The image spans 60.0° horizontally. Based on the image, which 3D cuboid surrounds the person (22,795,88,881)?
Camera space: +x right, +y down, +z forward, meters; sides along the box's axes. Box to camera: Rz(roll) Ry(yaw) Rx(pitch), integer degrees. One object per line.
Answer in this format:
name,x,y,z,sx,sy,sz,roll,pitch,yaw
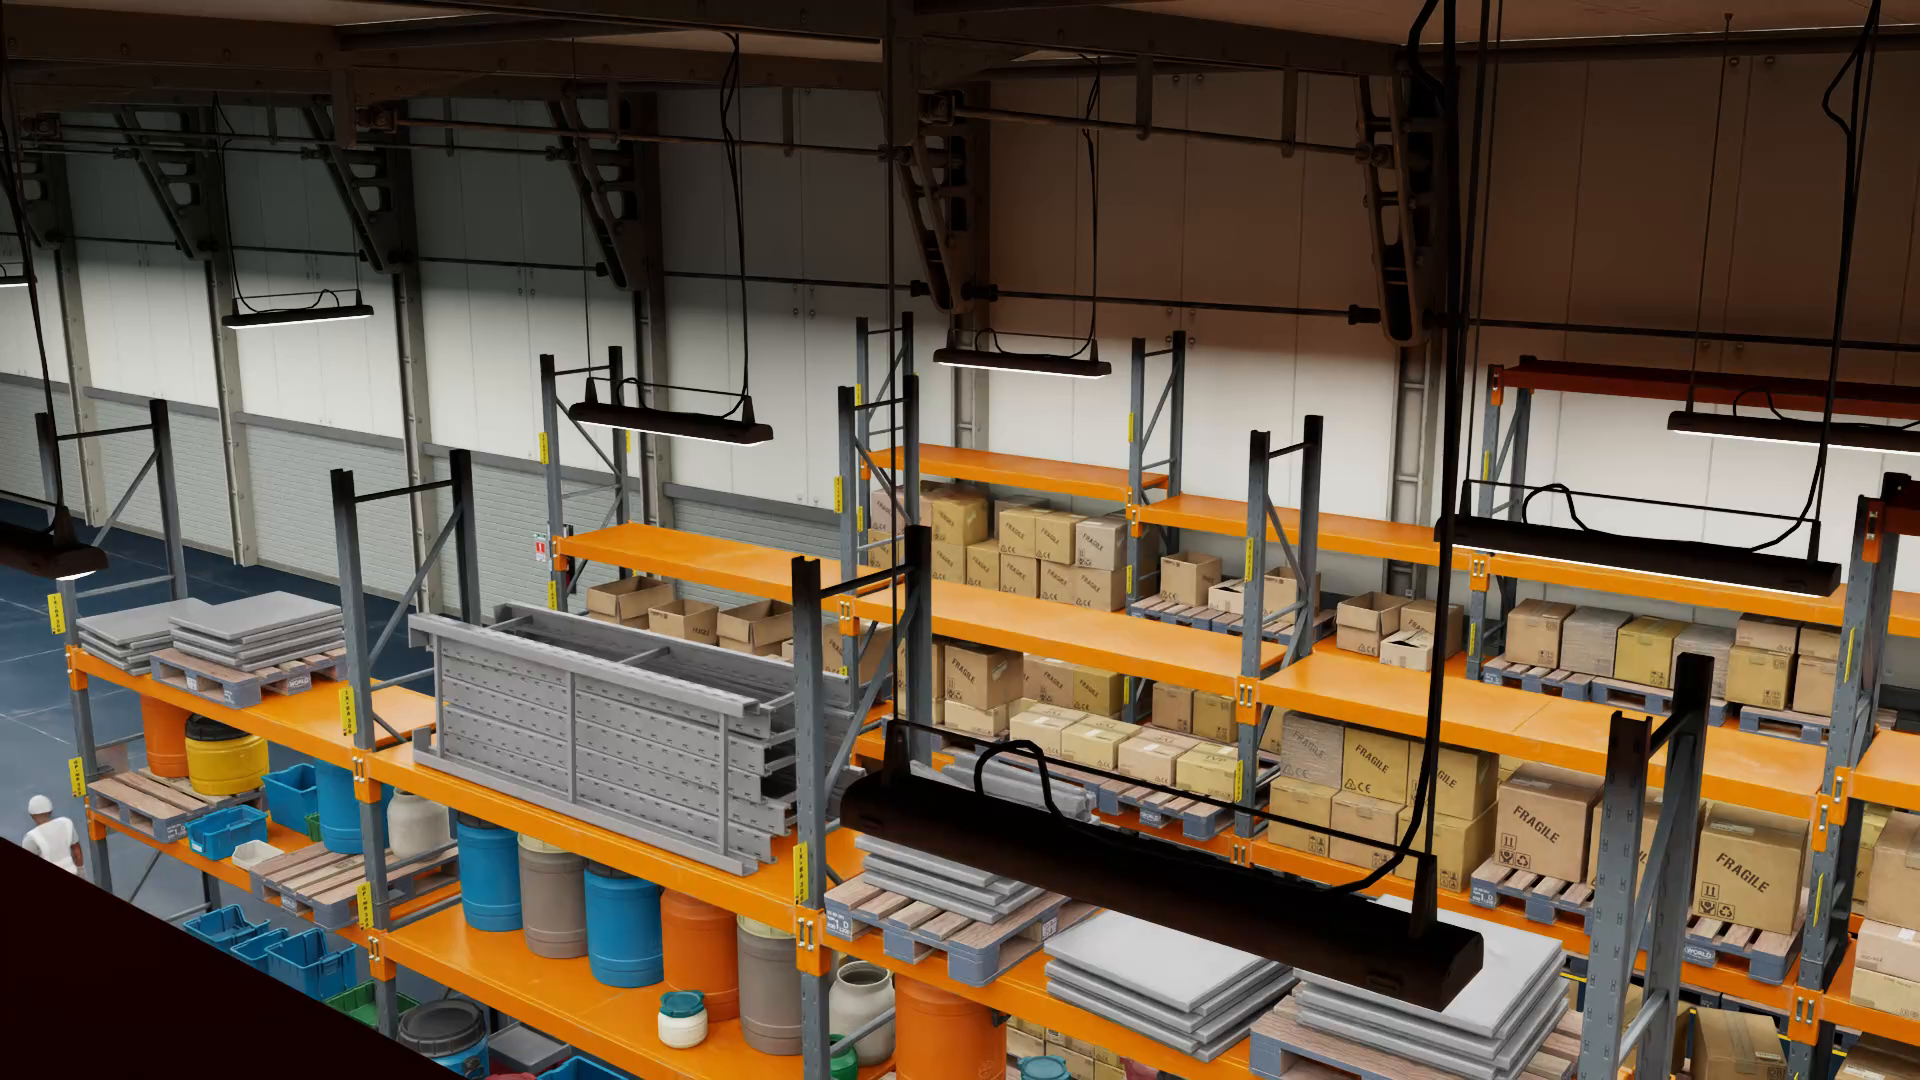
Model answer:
person,-9.154,3.394,16.675,0.883,1.760,0.580,3,13,14
